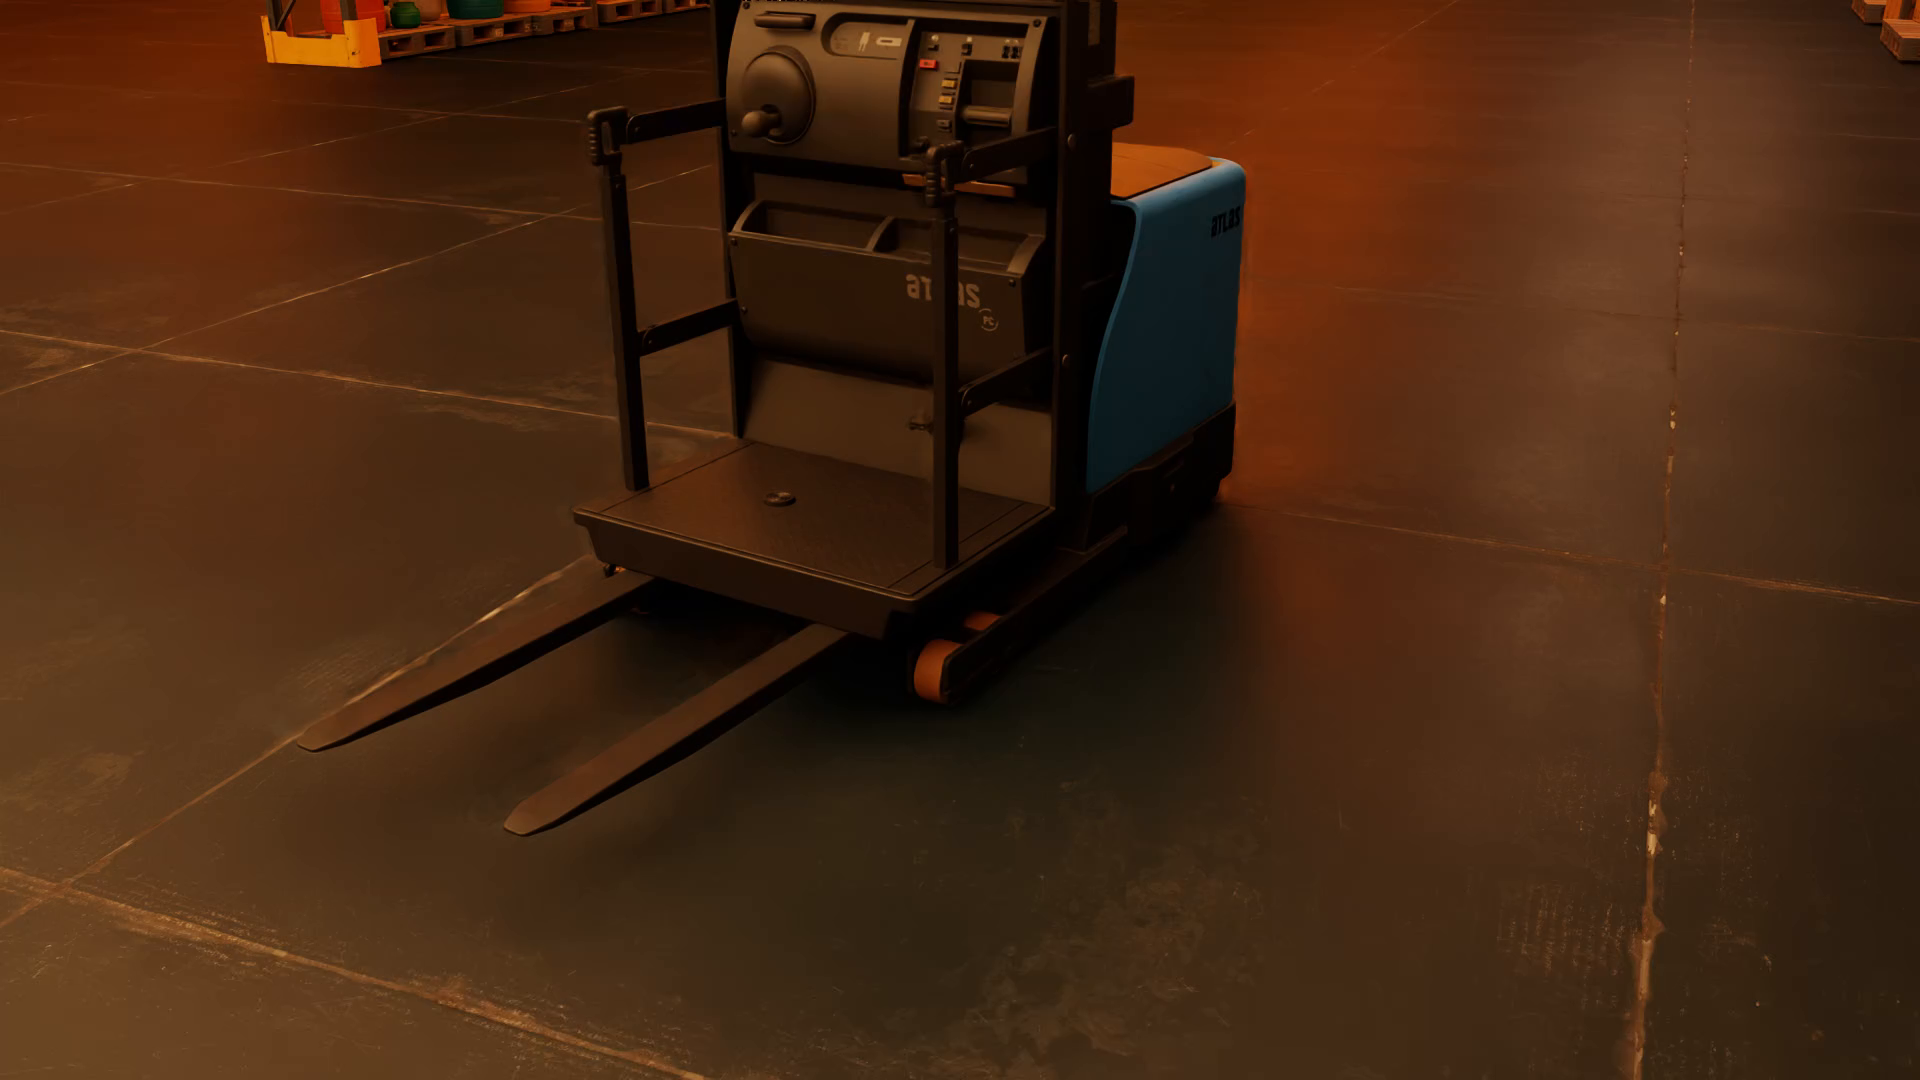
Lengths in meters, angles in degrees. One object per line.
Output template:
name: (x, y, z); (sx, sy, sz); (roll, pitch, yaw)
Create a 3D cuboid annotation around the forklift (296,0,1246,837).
forklift: (-0.314, -1.147, 4.036); (1.130, 2.935, 3.031); (14, 26, 29)
